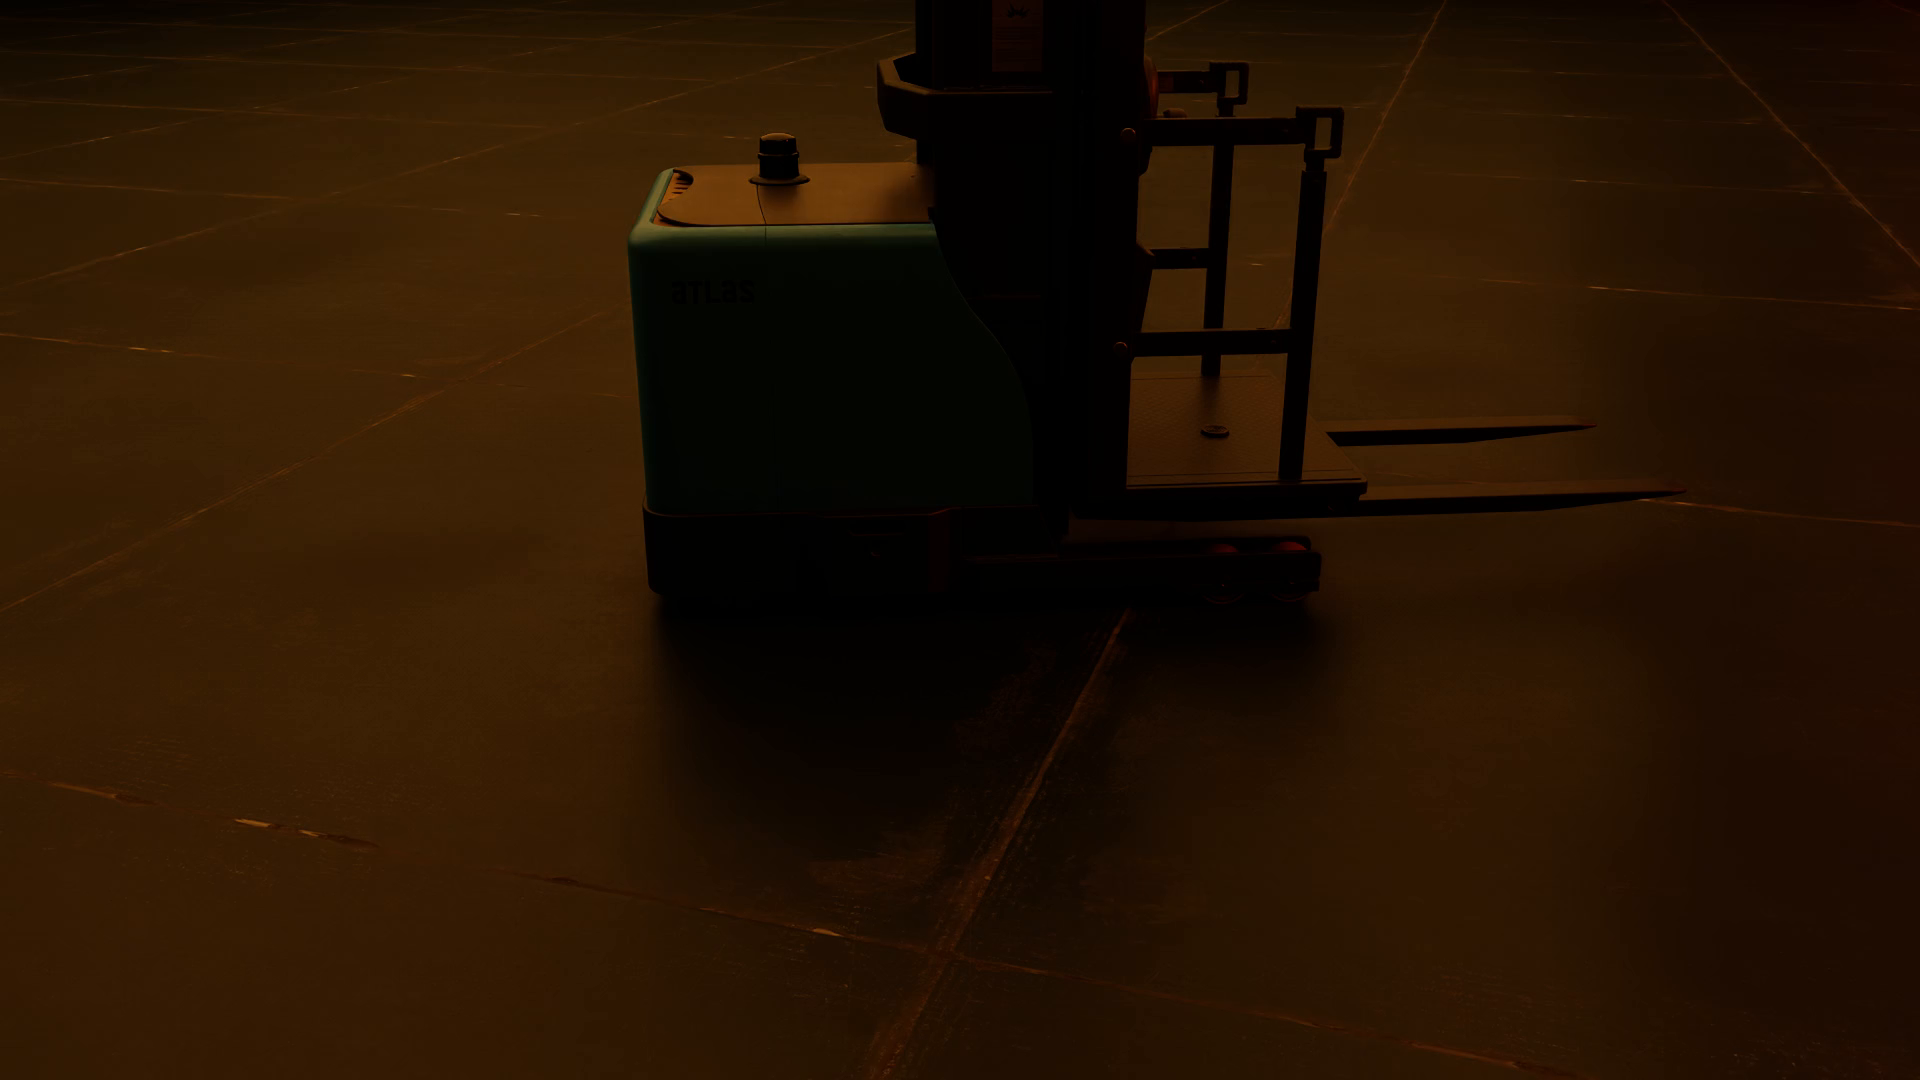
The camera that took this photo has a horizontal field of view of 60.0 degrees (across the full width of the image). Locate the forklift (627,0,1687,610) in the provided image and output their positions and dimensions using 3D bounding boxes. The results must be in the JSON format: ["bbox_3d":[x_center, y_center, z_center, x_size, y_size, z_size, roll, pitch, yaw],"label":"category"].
[{"bbox_3d":[0.606,-1.374,4.608,3.031,2.935,1.130,-2,23,-4],"label":"forklift"}]
